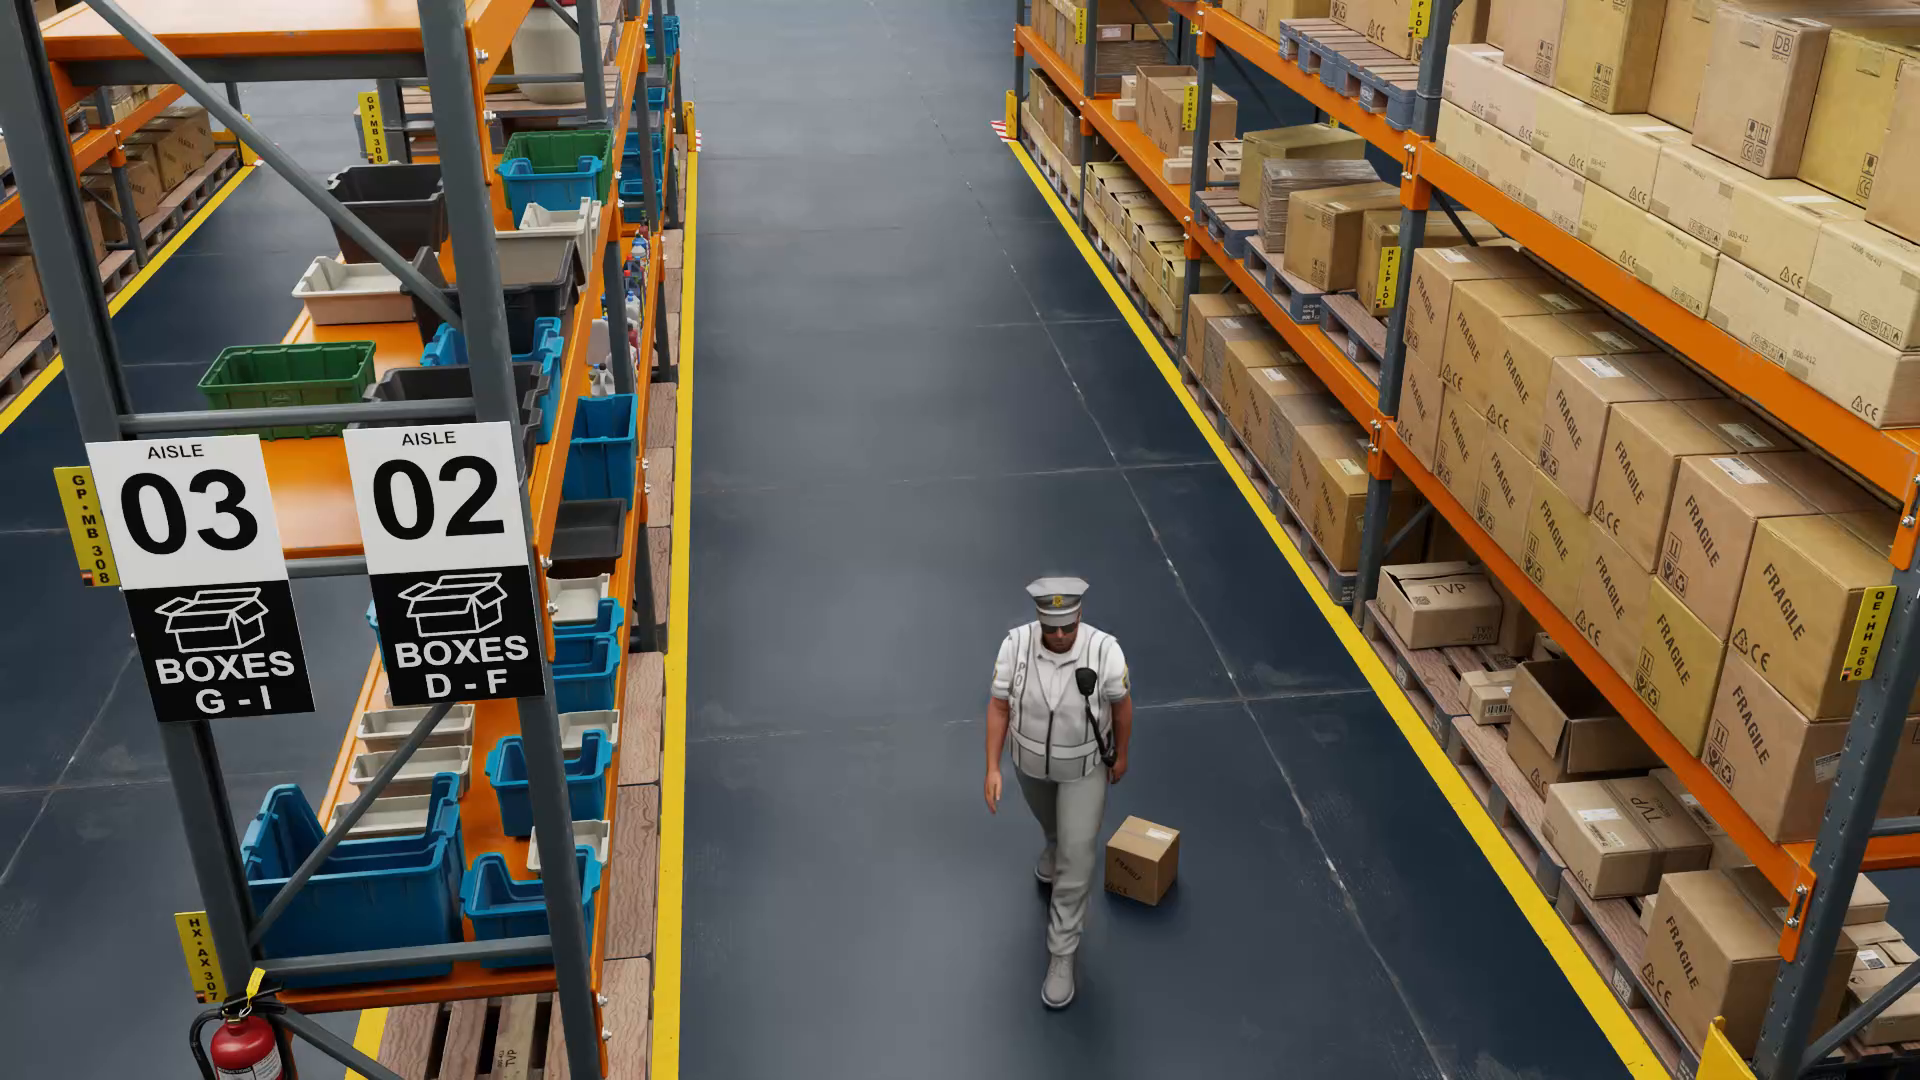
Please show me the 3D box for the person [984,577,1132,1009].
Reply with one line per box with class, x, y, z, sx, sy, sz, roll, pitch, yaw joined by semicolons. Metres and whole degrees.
person;0.394;0.900;6.829;0.556;1.701;1.047;9;28;17
